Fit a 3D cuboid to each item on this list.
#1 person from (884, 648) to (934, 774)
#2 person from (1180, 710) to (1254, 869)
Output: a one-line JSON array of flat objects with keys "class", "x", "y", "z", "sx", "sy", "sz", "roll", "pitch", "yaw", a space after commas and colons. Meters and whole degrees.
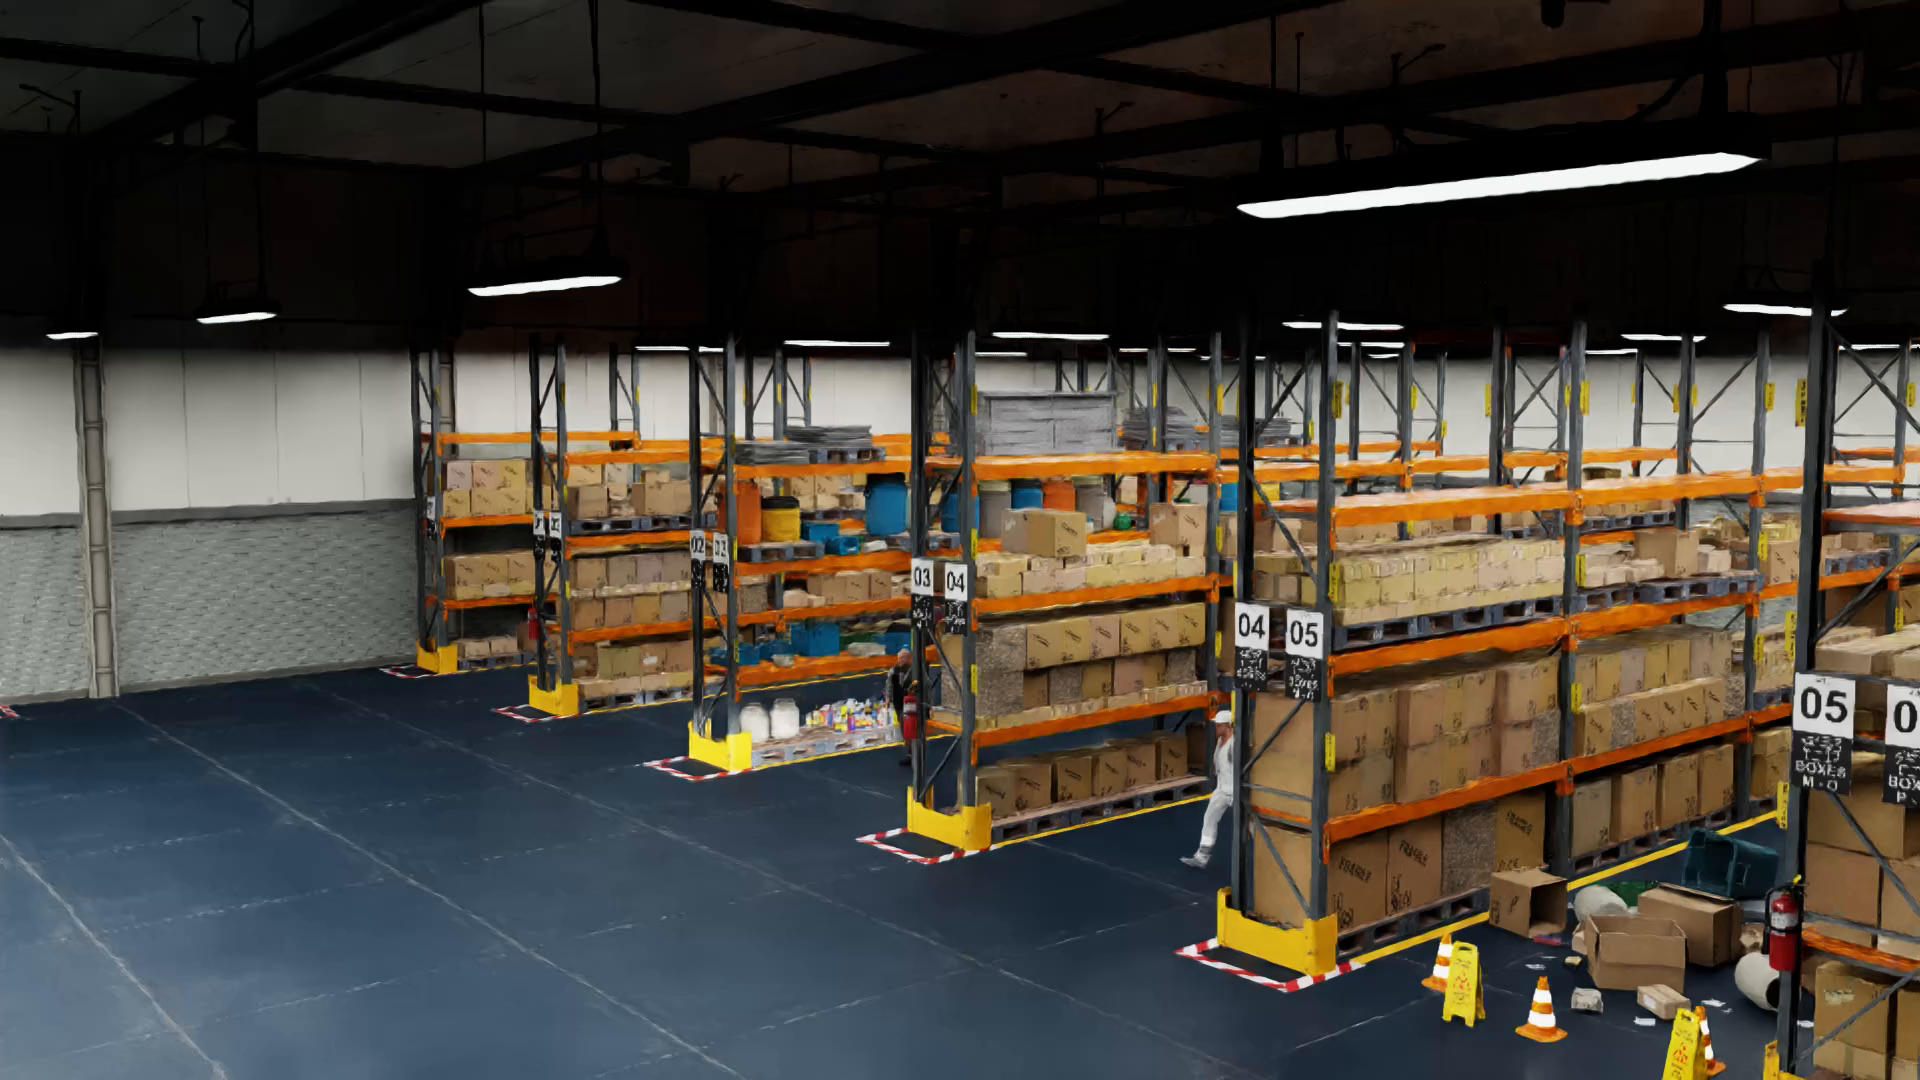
[{"class": "person", "x": -0.668, "y": 2.263, "z": 22.357, "sx": 0.684, "sy": 1.663, "sz": 0.795, "roll": 3, "pitch": 6, "yaw": 31}, {"class": "person", "x": 2.883, "y": 2.670, "z": 17.735, "sx": 0.983, "sy": 1.745, "sz": 0.593, "roll": -2, "pitch": 6, "yaw": -17}]
